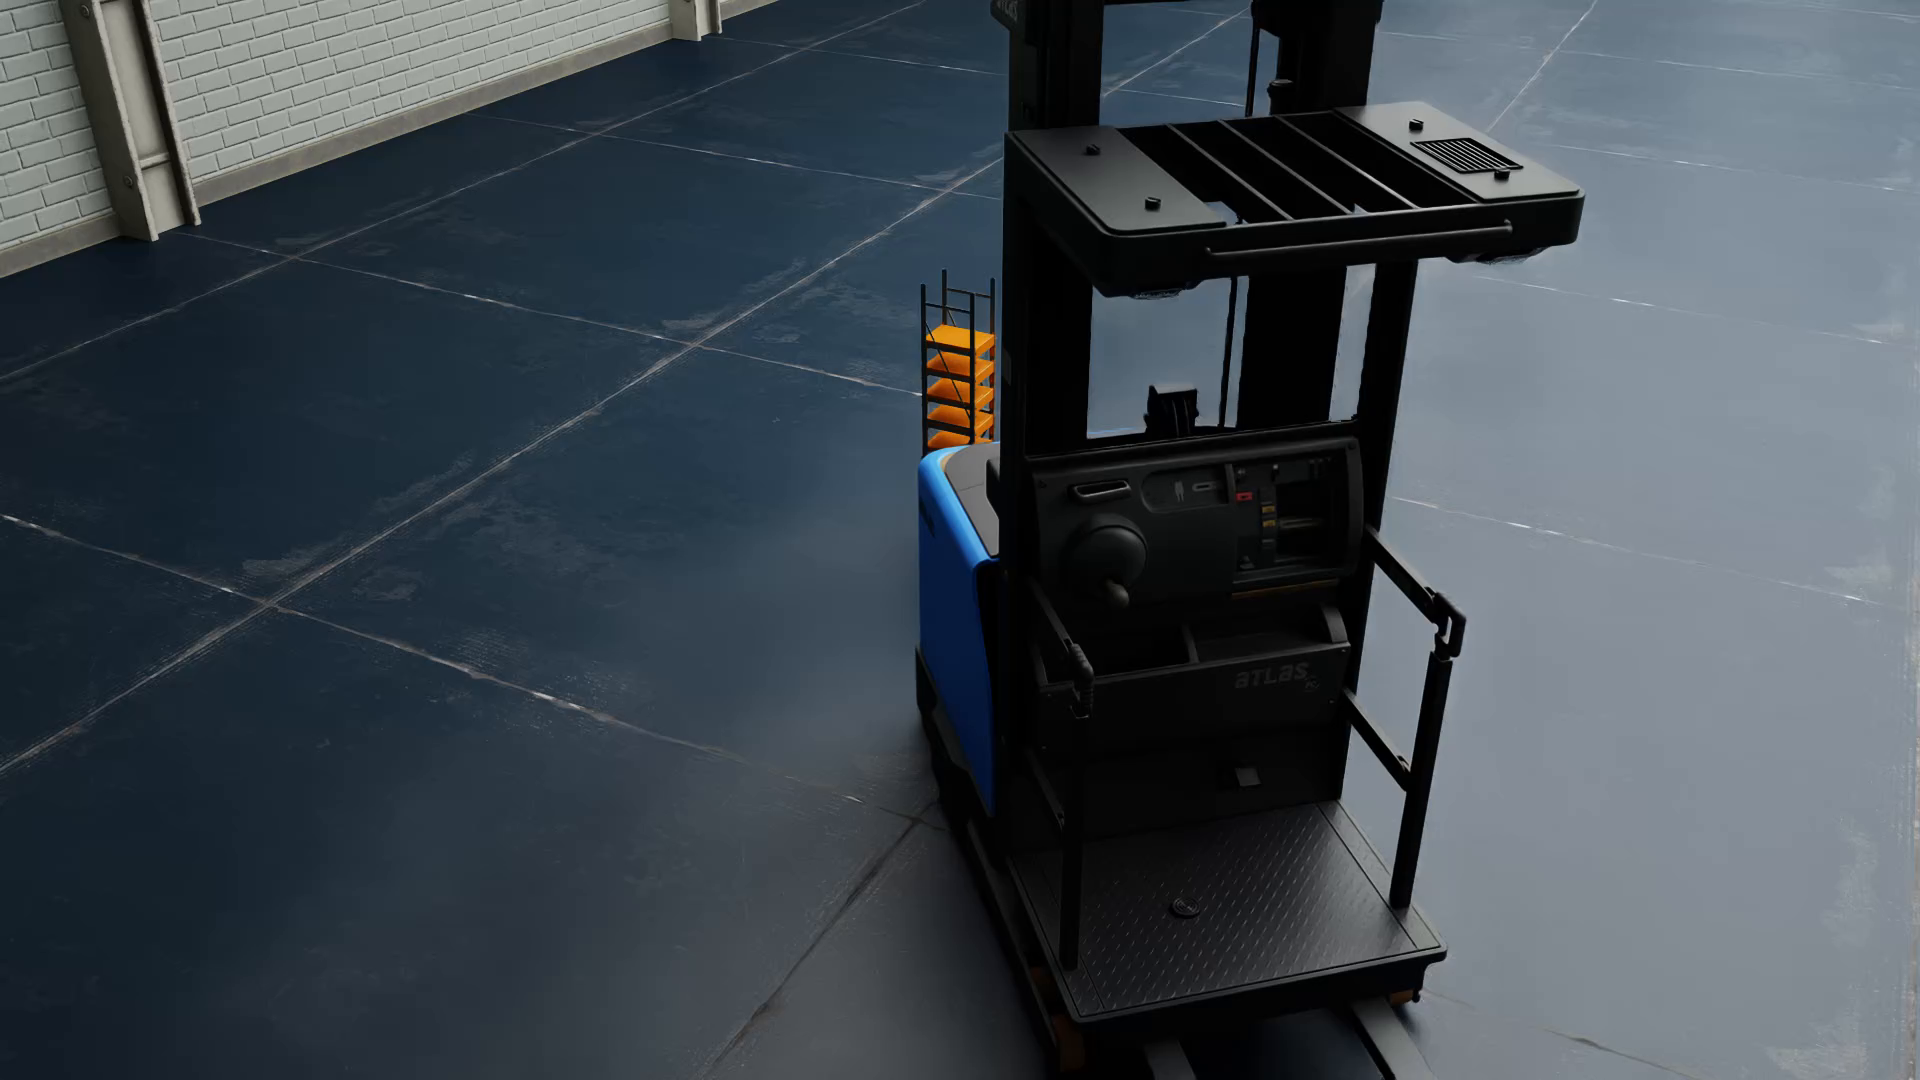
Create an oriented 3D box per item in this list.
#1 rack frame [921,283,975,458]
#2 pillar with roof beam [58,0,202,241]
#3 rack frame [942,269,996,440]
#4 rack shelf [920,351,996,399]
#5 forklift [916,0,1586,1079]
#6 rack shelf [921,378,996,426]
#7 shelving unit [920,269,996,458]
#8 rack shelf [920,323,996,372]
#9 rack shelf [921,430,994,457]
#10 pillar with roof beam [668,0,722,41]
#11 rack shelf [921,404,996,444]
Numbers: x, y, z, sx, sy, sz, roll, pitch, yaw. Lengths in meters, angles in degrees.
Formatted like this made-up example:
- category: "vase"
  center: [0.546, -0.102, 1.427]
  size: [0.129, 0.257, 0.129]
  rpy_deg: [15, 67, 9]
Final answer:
- category: "rack frame"
  center: [-0.048, -0.473, 6.869]
  size: [0.240, 1.200, 0.006]
  rpy_deg: [14, 33, 23]
- category: "pillar with roof beam"
  center: [-1.340, -4.942, 6.819]
  size: [9.100, 9.000, 0.400]
  rpy_deg: [14, 33, 23]
- category: "rack frame"
  center: [0.035, -0.554, 7.011]
  size: [0.240, 1.200, 0.006]
  rpy_deg: [14, 33, 23]
- category: "rack shelf"
  center: [-0.007, -0.683, 6.843]
  size: [0.258, 0.103, 0.180]
  rpy_deg: [14, 33, 23]
- category: "forklift"
  center: [0.705, 0.004, 4.300]
  size: [1.130, 2.935, 3.031]
  rpy_deg: [-7, 31, -13]
- category: "rack shelf"
  center: [-0.007, -0.579, 6.902]
  size: [0.258, 0.103, 0.180]
  rpy_deg: [14, 33, 23]
- category: "shelving unit"
  center: [-0.007, -0.514, 6.940]
  size: [0.258, 1.200, 0.189]
  rpy_deg: [14, 33, 23]
- category: "rack shelf"
  center: [-0.007, -0.788, 6.783]
  size: [0.258, 0.103, 0.180]
  rpy_deg: [14, 33, 23]
- category: "rack shelf"
  center: [-0.007, -0.371, 7.022]
  size: [0.258, 0.103, 0.180]
  rpy_deg: [14, 33, 23]
- category: "pillar with roof beam"
  center: [1.393, -7.602, 11.451]
  size: [9.100, 9.000, 0.400]
  rpy_deg: [14, 33, 23]
- category: "rack shelf"
  center: [-0.007, -0.475, 6.962]
  size: [0.258, 0.103, 0.180]
  rpy_deg: [14, 33, 23]
